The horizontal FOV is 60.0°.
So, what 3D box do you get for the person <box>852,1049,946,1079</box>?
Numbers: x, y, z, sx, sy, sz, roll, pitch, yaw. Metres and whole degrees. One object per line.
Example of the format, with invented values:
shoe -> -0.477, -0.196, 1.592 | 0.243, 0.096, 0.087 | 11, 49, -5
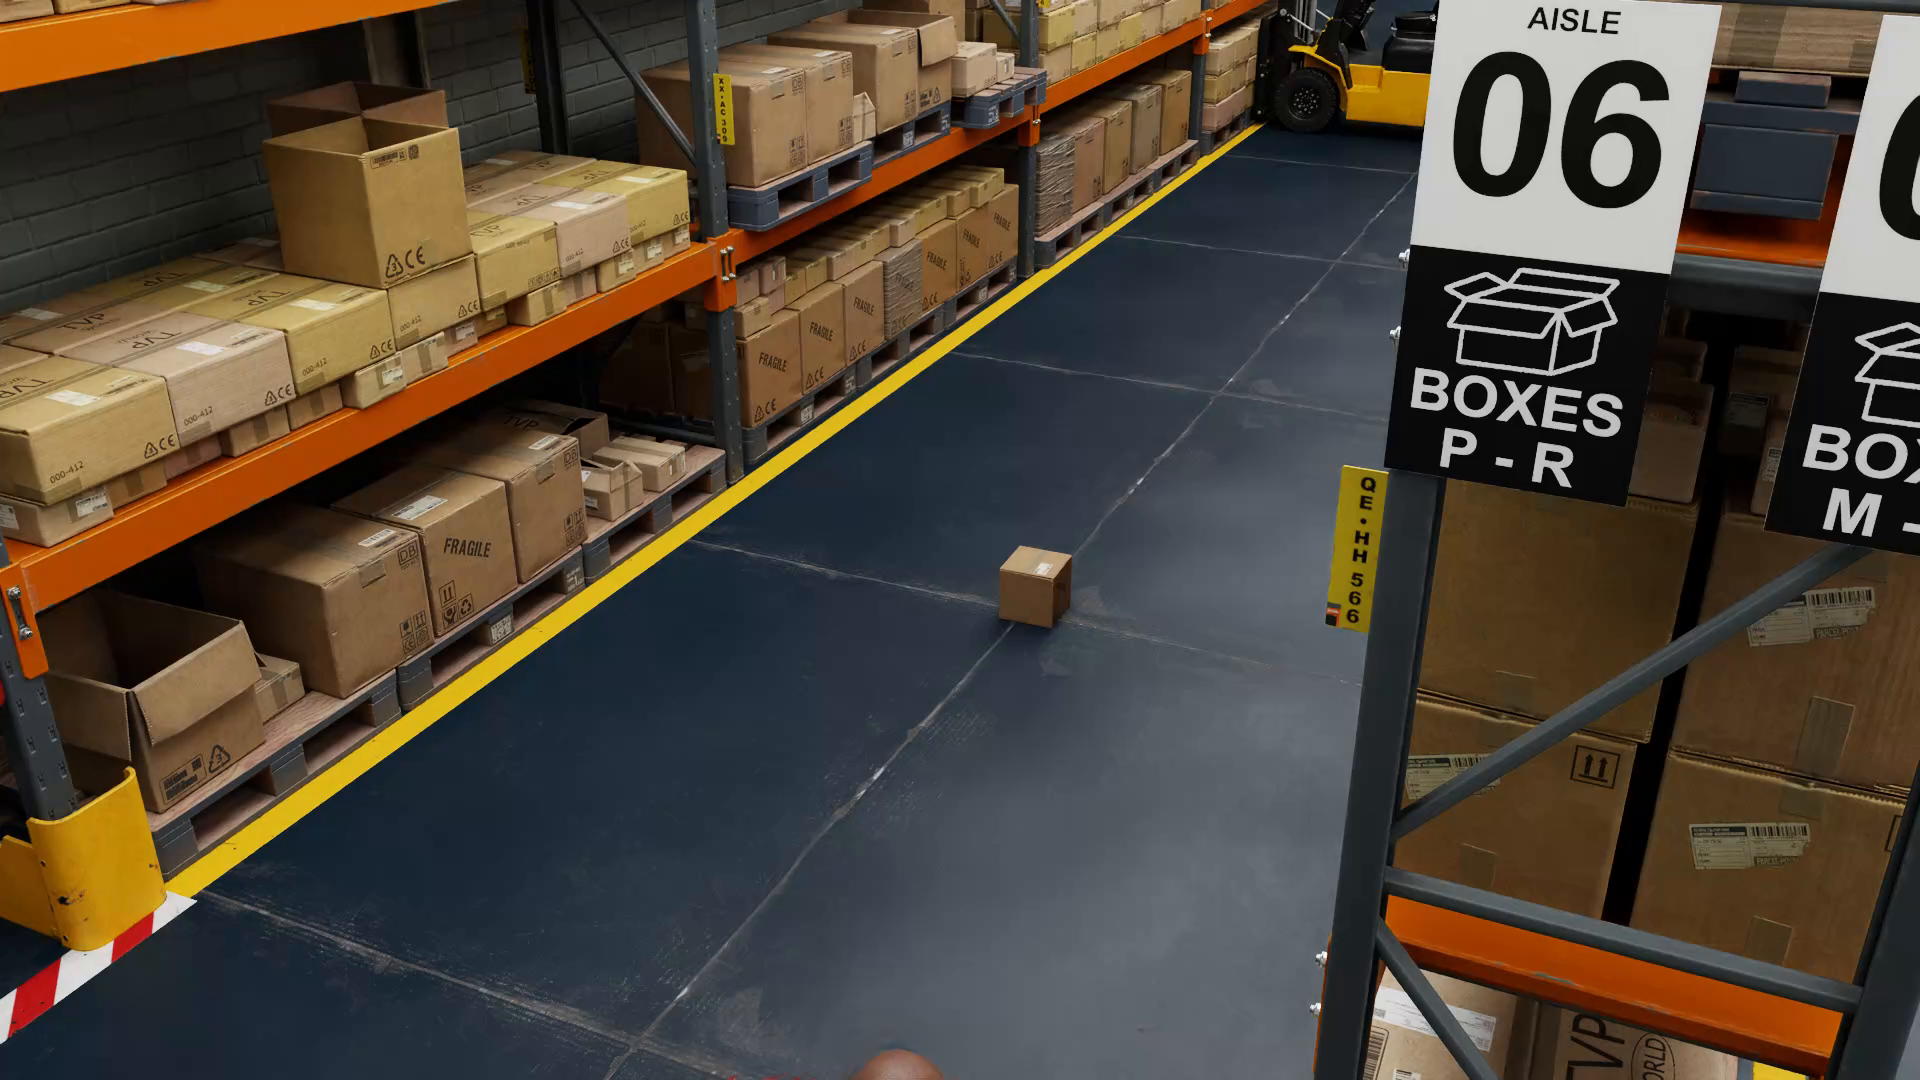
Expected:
person -> -0.171, 1.292, 2.693 | 0.619, 1.049, 0.343 | -6, 27, -13
